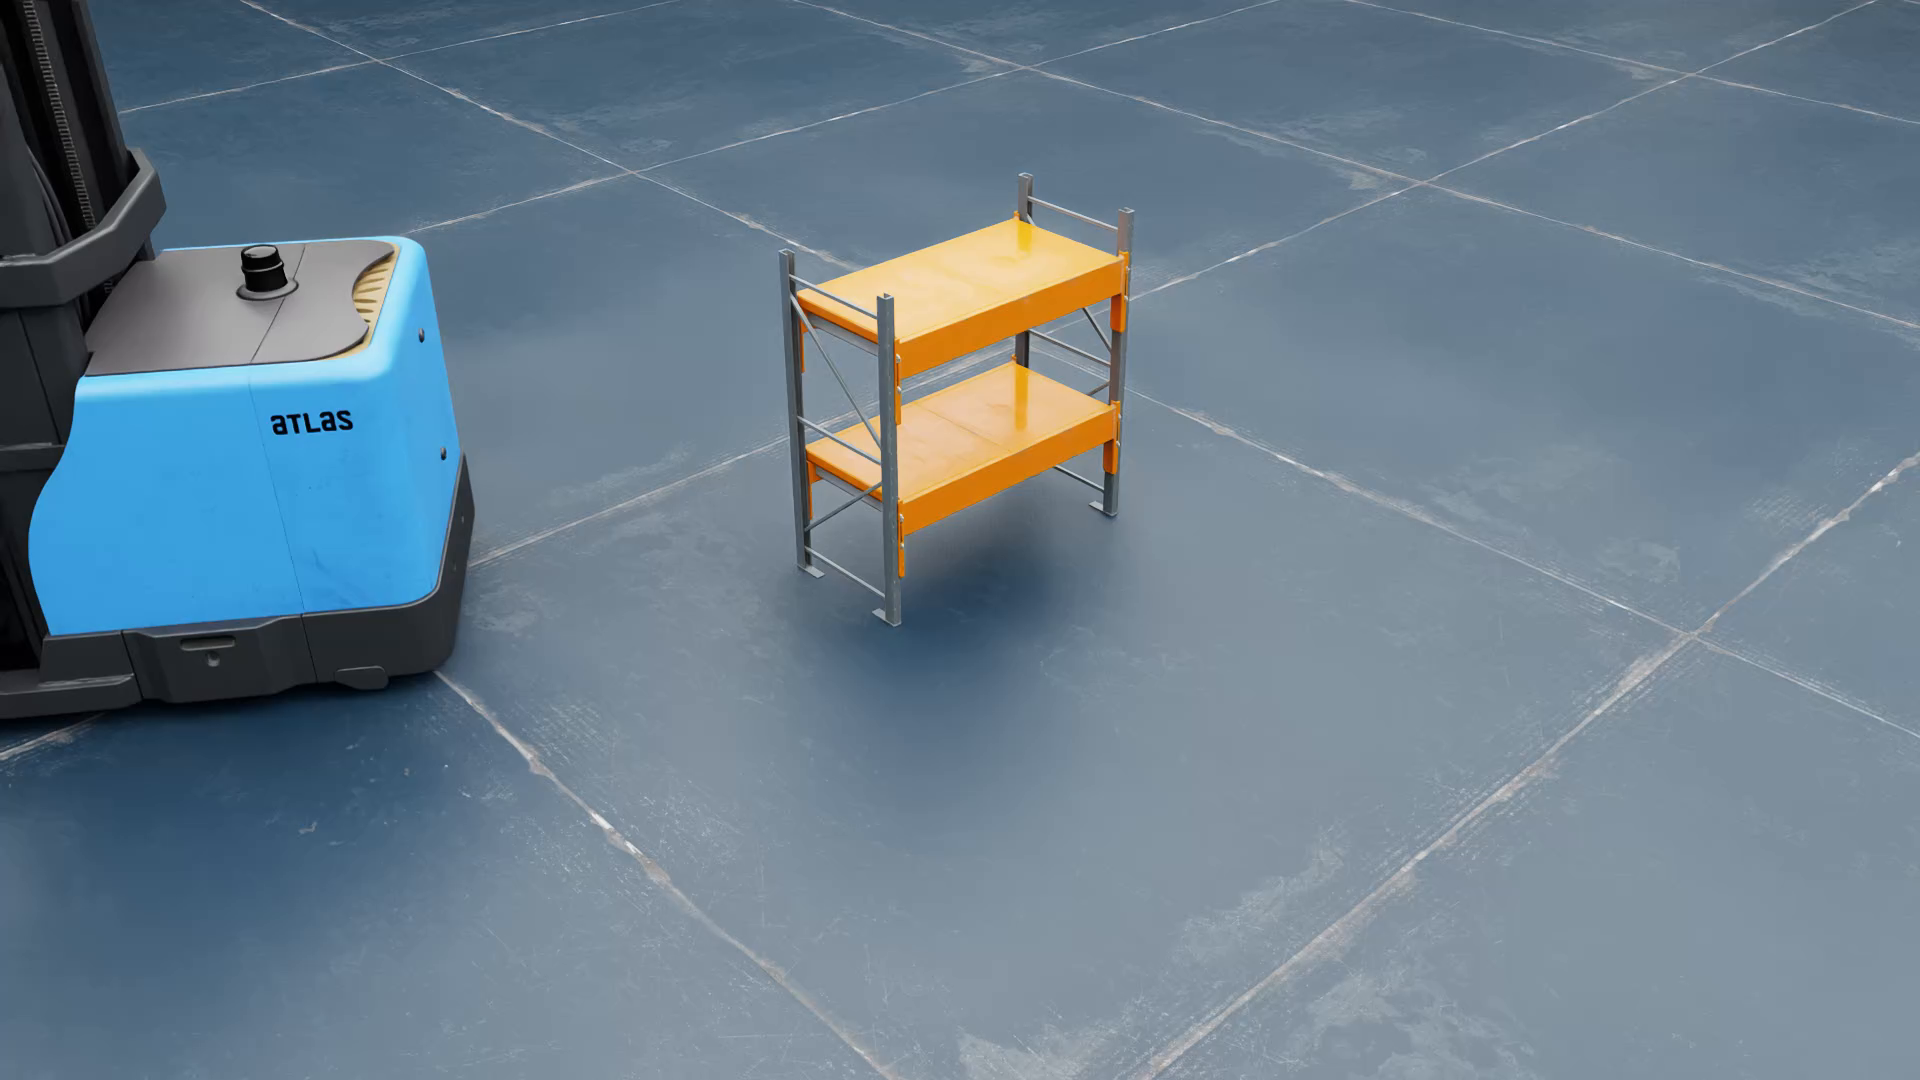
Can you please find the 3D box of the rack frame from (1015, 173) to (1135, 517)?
[{"bbox_3d":[0.378,-0.663,5.755,0.032,1.125,0.500,-26,40,-35],"label":"rack frame"}]

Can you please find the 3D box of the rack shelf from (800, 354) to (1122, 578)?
[{"bbox_3d":[0.005,-0.274,5.588,1.000,0.278,0.538,-26,40,-35],"label":"rack shelf"}]

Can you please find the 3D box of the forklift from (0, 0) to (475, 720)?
[{"bbox_3d":[-3.106,-0.938,4.474,3.031,2.935,1.130,-5,32,-8],"label":"forklift"}]

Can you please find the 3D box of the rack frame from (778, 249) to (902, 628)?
[{"bbox_3d":[-0.368,-0.302,5.166,0.032,1.125,0.500,-26,40,-35],"label":"rack frame"}]

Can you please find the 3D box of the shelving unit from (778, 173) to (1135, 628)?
[{"bbox_3d":[0.005,-0.482,5.460,1.048,1.125,0.538,-26,40,-35],"label":"shelving unit"}]

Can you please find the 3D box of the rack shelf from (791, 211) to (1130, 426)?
[{"bbox_3d":[0.005,-0.732,5.308,1.000,0.278,0.538,-26,40,-35],"label":"rack shelf"}]
